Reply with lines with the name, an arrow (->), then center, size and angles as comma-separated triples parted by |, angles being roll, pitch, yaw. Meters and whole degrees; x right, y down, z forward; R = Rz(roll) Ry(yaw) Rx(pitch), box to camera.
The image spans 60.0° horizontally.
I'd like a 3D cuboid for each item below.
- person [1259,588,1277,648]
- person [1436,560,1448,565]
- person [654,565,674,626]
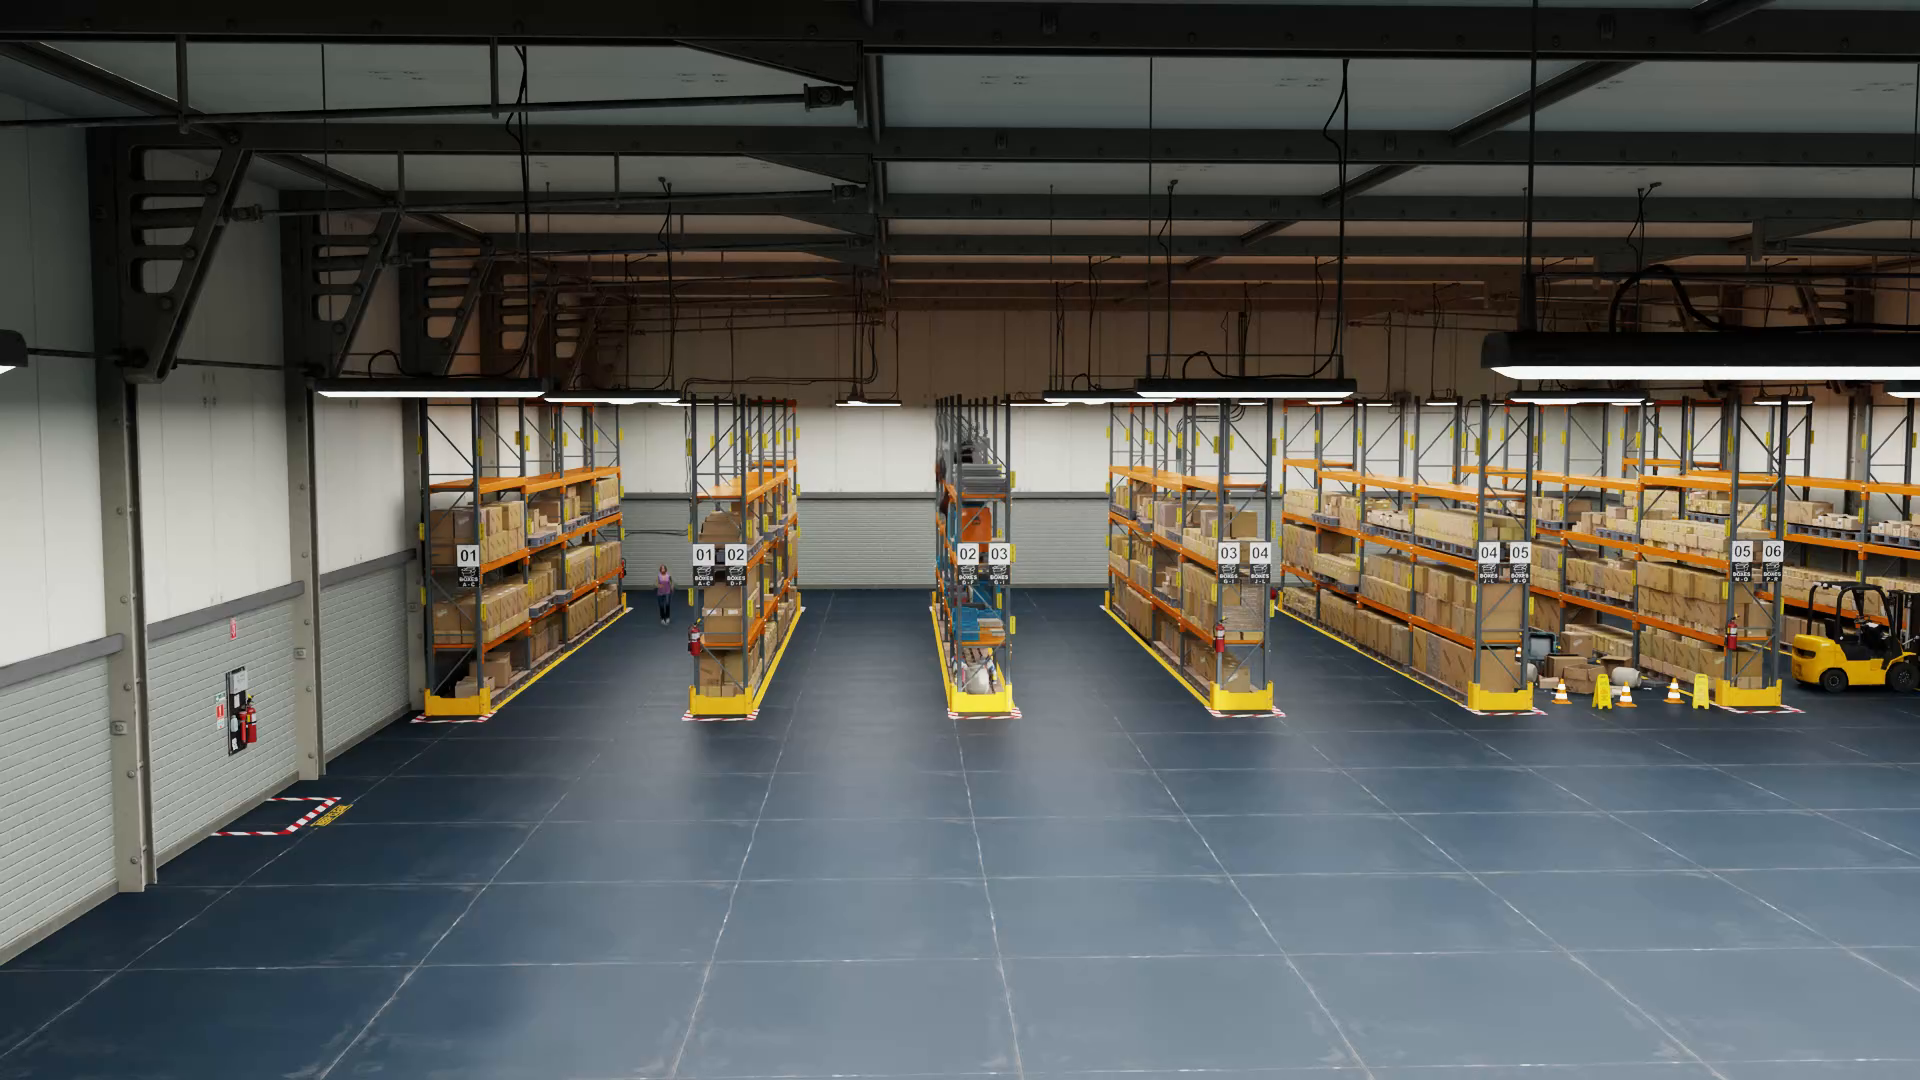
person -> 7.287, 1.770, 40.059 | 0.659, 1.669, 0.789 | -1, 5, -9
person -> 14.273, 1.034, 49.381 | 0.660, 1.595, 0.553 | -1, 5, -13
person -> -7.832, 1.458, 44.043 | 0.508, 1.604, 0.667 | -1, 5, -9
